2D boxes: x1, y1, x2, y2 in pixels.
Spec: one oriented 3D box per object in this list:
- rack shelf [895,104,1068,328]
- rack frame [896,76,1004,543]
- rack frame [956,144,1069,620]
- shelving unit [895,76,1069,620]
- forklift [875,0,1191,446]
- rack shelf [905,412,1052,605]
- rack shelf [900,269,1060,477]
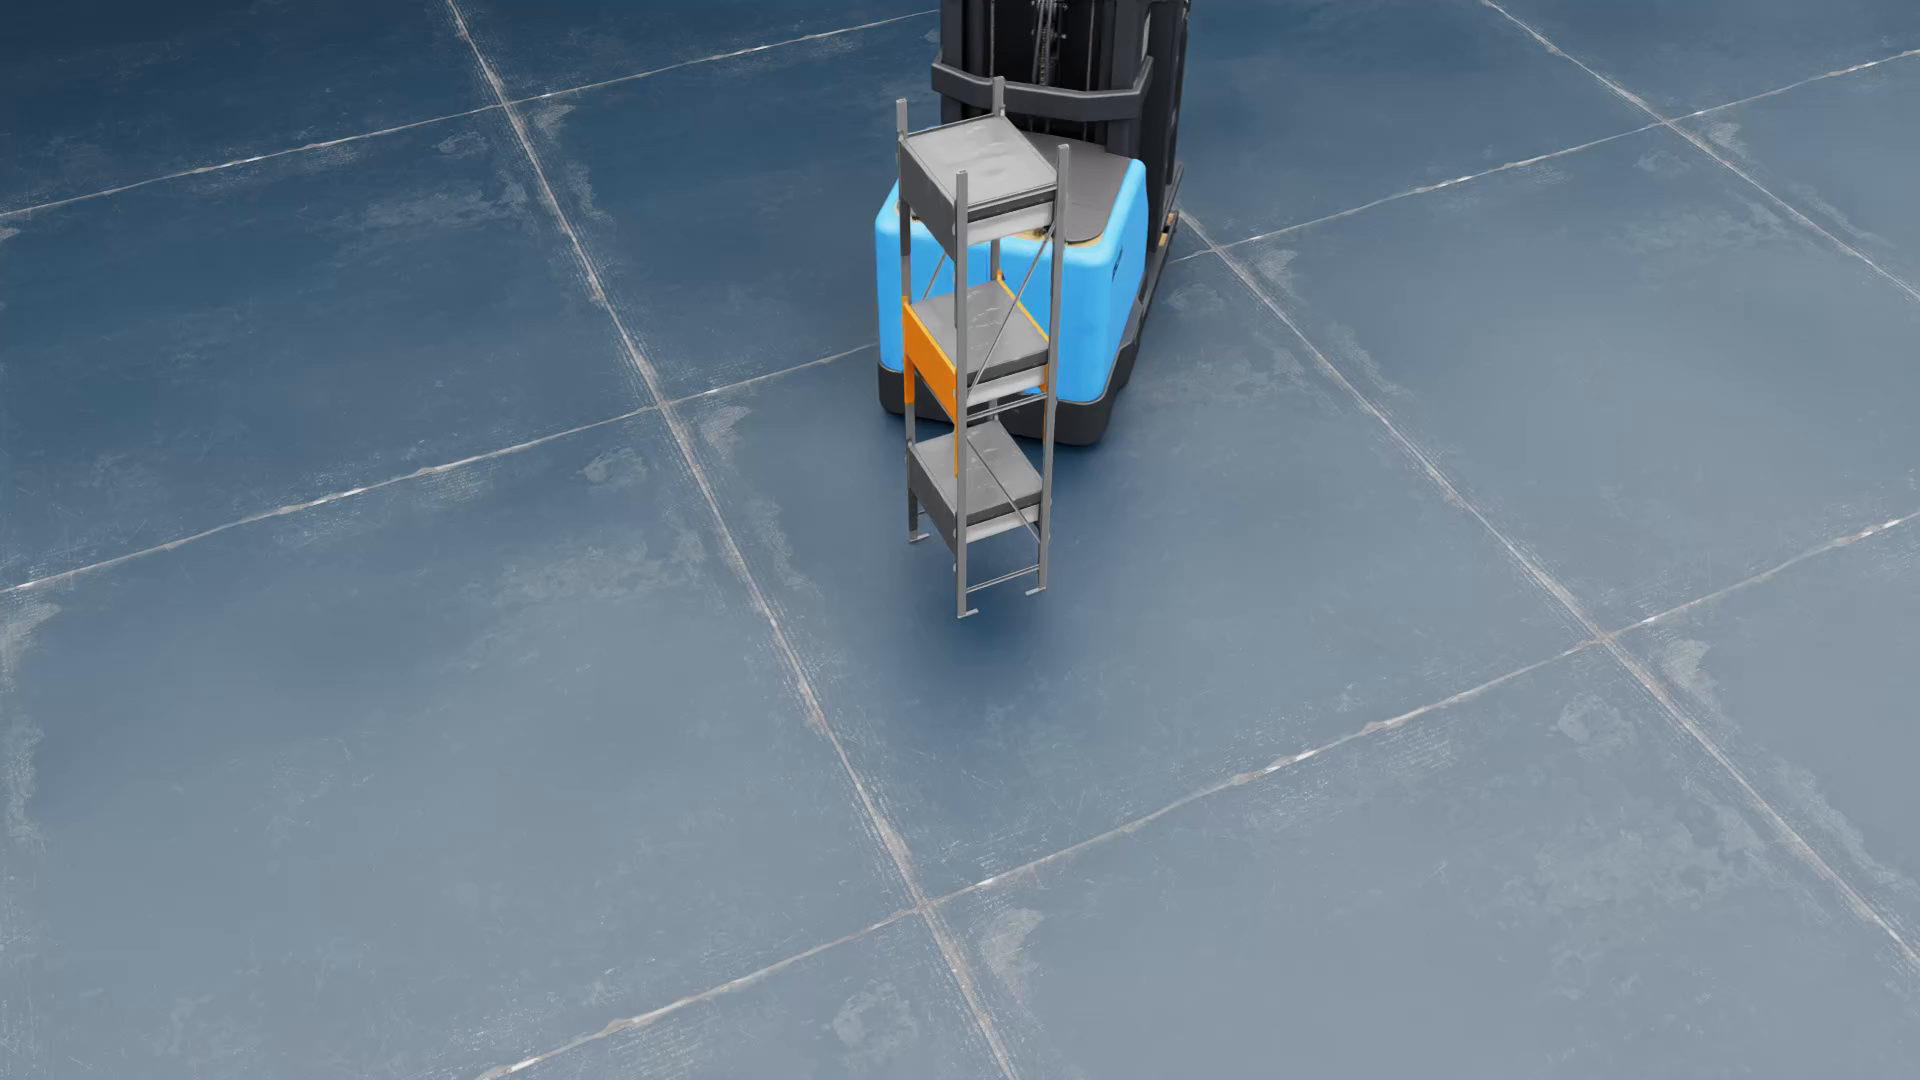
[{"bbox_3d":[0.070,-1.130,5.792,0.431,0.518,0.480,-18,47,-17],"label":"rack shelf"},{"bbox_3d":[-0.033,-0.797,6.432,0.400,2.100,0.015,-18,47,-17],"label":"rack frame"},{"bbox_3d":[0.172,-0.486,6.117,0.400,2.100,0.015,-18,47,-17],"label":"rack frame"},{"bbox_3d":[0.070,-0.642,6.274,0.431,2.100,0.503,-18,47,-17],"label":"shelving unit"},{"bbox_3d":[0.513,-2.520,7.586,1.130,2.935,3.031,11,46,11],"label":"forklift"},{"bbox_3d":[0.070,-0.134,6.776,0.431,0.518,0.480,-18,47,-17],"label":"rack shelf"},{"bbox_3d":[0.070,-0.632,6.284,0.431,0.518,0.480,-18,47,-17],"label":"rack shelf"}]
